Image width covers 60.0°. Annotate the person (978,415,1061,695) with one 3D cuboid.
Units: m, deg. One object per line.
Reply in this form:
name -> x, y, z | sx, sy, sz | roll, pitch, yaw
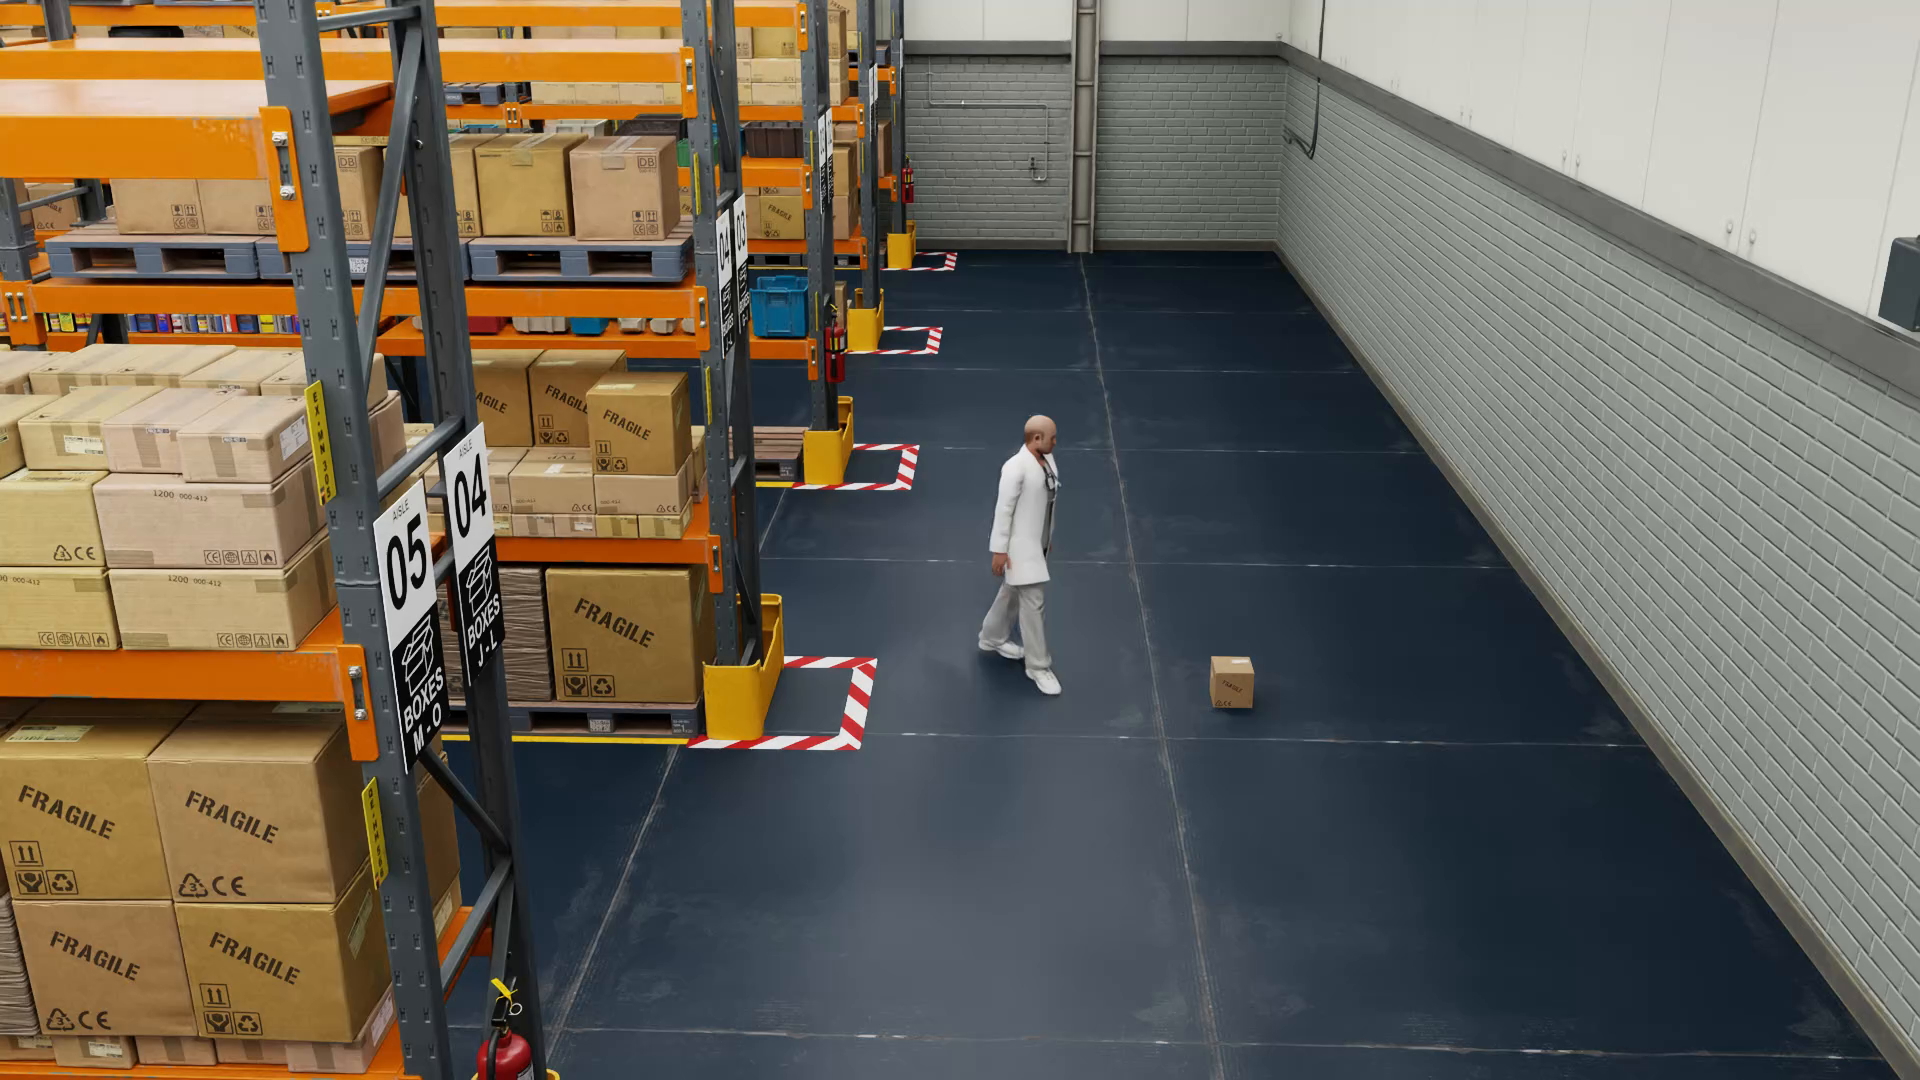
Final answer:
person -> 0.450, 0.033, 11.014 | 0.803, 1.775, 0.670 | 11, 23, 27
